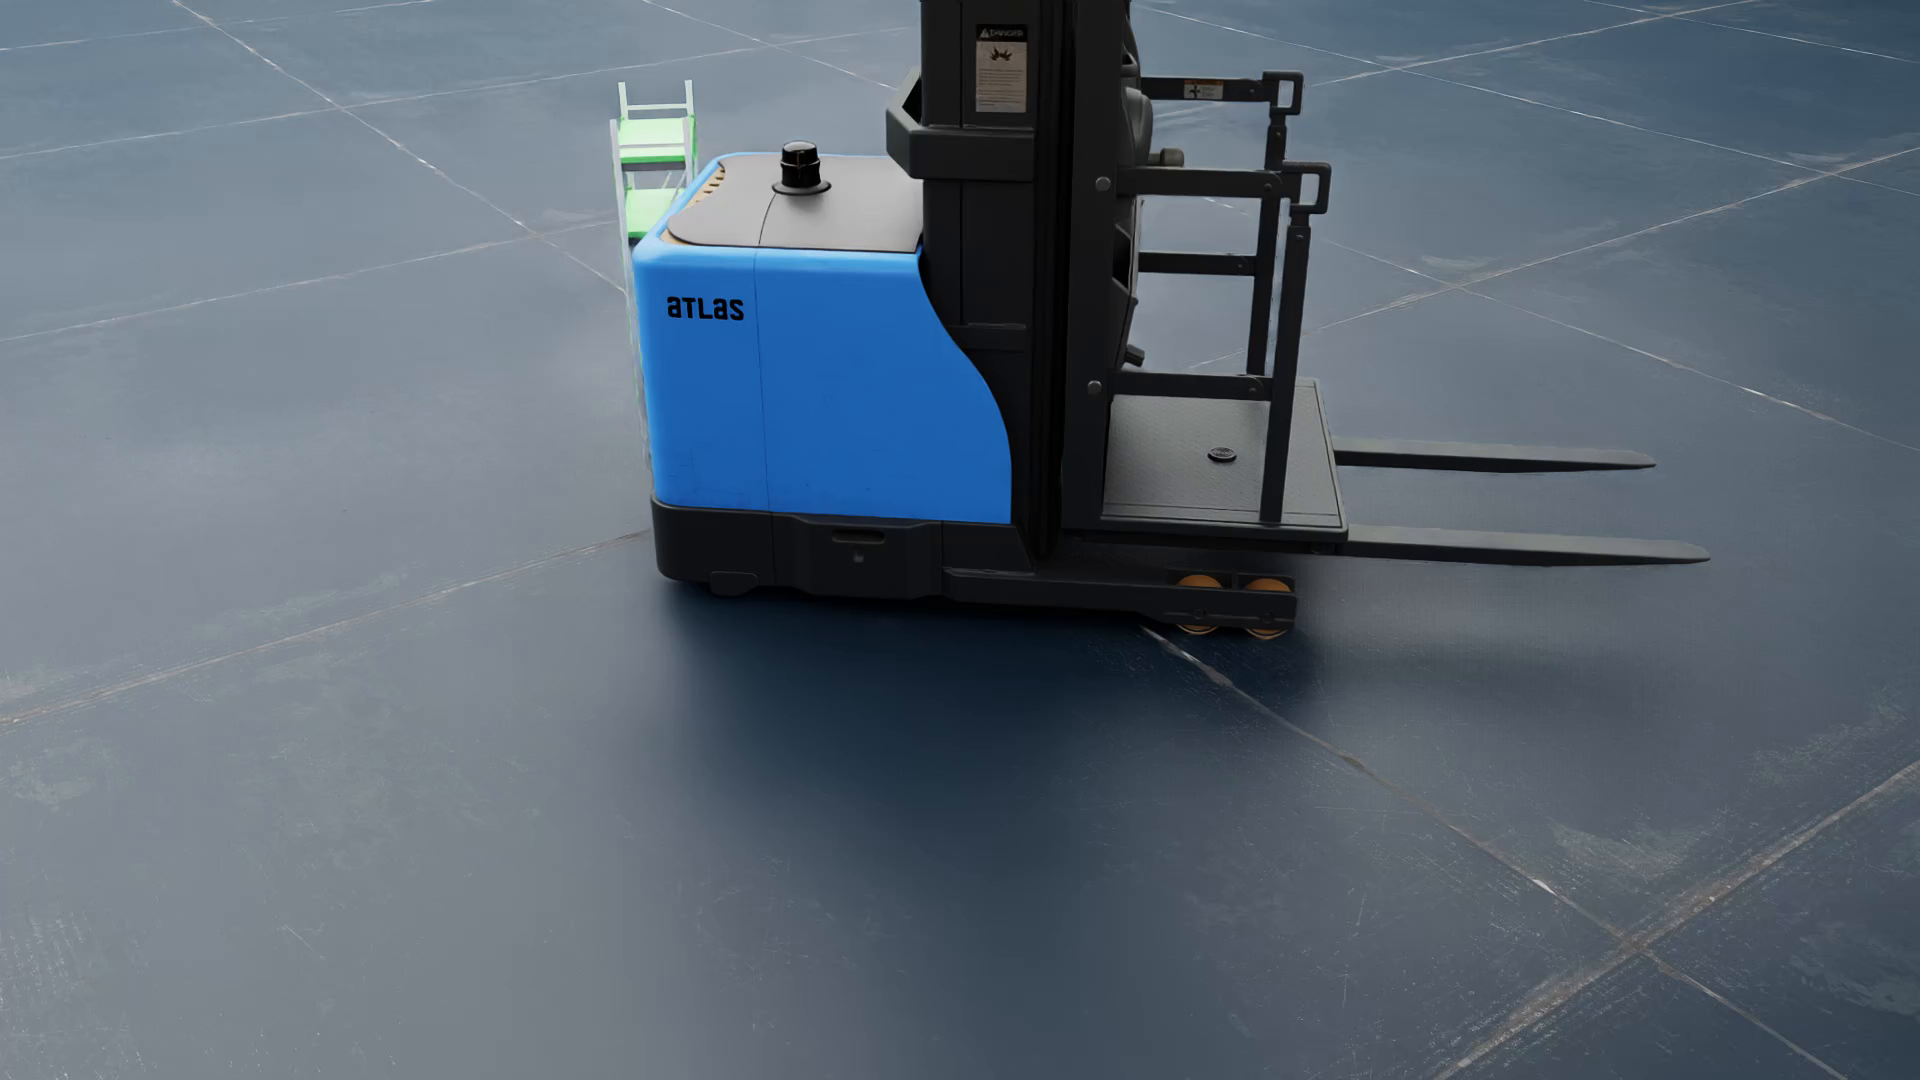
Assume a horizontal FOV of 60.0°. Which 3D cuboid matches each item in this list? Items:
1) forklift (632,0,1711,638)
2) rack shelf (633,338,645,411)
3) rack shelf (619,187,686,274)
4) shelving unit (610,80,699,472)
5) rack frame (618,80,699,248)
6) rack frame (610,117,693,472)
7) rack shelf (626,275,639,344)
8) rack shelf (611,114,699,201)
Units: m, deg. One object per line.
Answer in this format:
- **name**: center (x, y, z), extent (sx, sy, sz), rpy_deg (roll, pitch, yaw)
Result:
- **forklift**: center (0.649, -1.277, 4.531), extent (3.031, 2.935, 1.130), rpy_deg (3, 29, 6)
- **rack shelf**: center (-0.988, -0.619, 5.770), extent (0.258, 0.148, 0.480), rpy_deg (-3, 29, -6)
- **rack shelf**: center (-0.988, -1.041, 5.541), extent (0.258, 0.148, 0.480), rpy_deg (-3, 29, -6)
- **shelving unit**: center (-0.988, -0.886, 5.625), extent (0.258, 1.200, 0.503), rpy_deg (-3, 29, -6)
- **rack frame**: center (-1.018, -1.002, 5.838), extent (0.240, 1.200, 0.015), rpy_deg (-3, 29, -6)
- **rack frame**: center (-0.958, -0.771, 5.412), extent (0.240, 1.200, 0.015), rpy_deg (-3, 29, -6)
- **rack shelf**: center (-0.988, -0.830, 5.655), extent (0.258, 0.148, 0.480), rpy_deg (-3, 29, -6)
- **rack shelf**: center (-0.988, -1.252, 5.426), extent (0.258, 0.148, 0.480), rpy_deg (-3, 29, -6)
